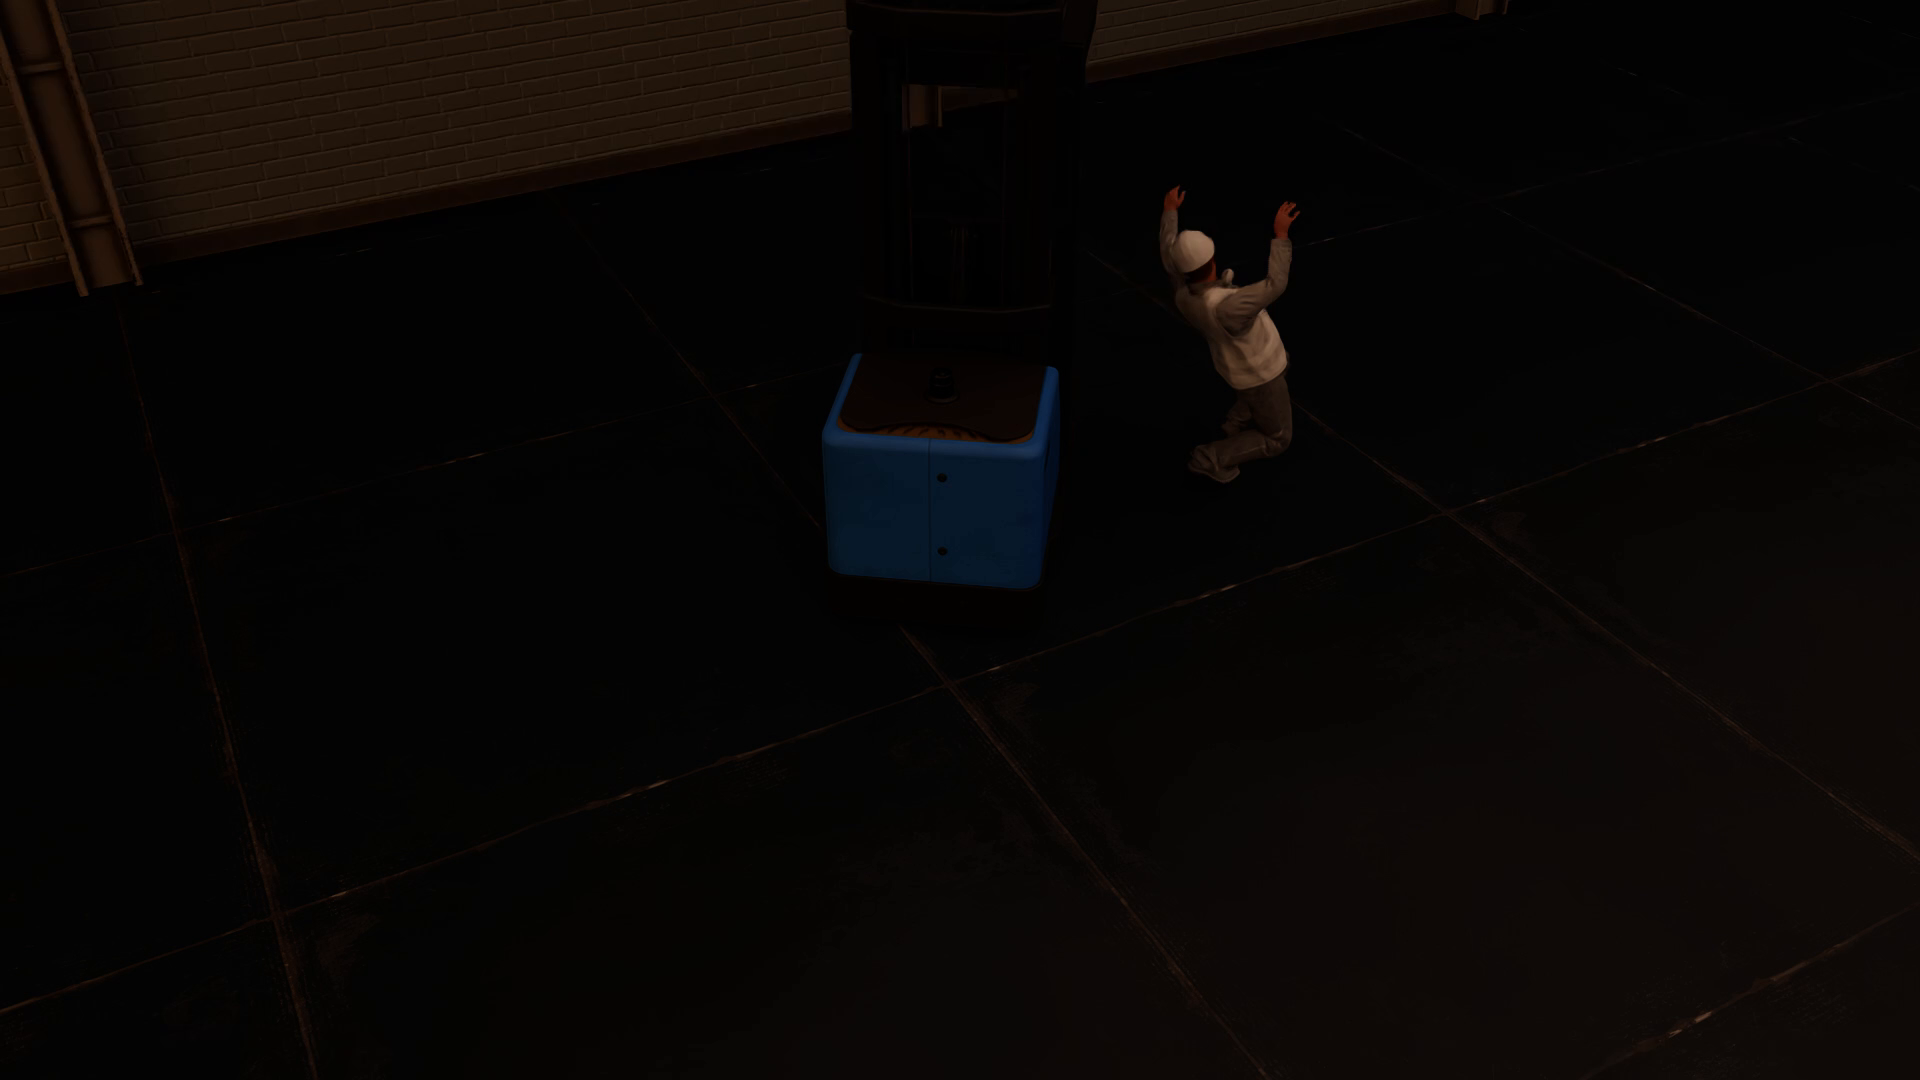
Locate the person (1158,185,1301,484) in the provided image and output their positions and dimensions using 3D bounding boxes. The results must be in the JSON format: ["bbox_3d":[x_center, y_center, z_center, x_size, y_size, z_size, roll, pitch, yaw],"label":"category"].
[{"bbox_3d":[1.432,-1.132,8.892,0.849,1.621,1.058,-10,36,-14],"label":"person"}]

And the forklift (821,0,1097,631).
[{"bbox_3d":[0.070,-1.603,8.391,1.130,2.935,3.031,5,36,6],"label":"forklift"}]
